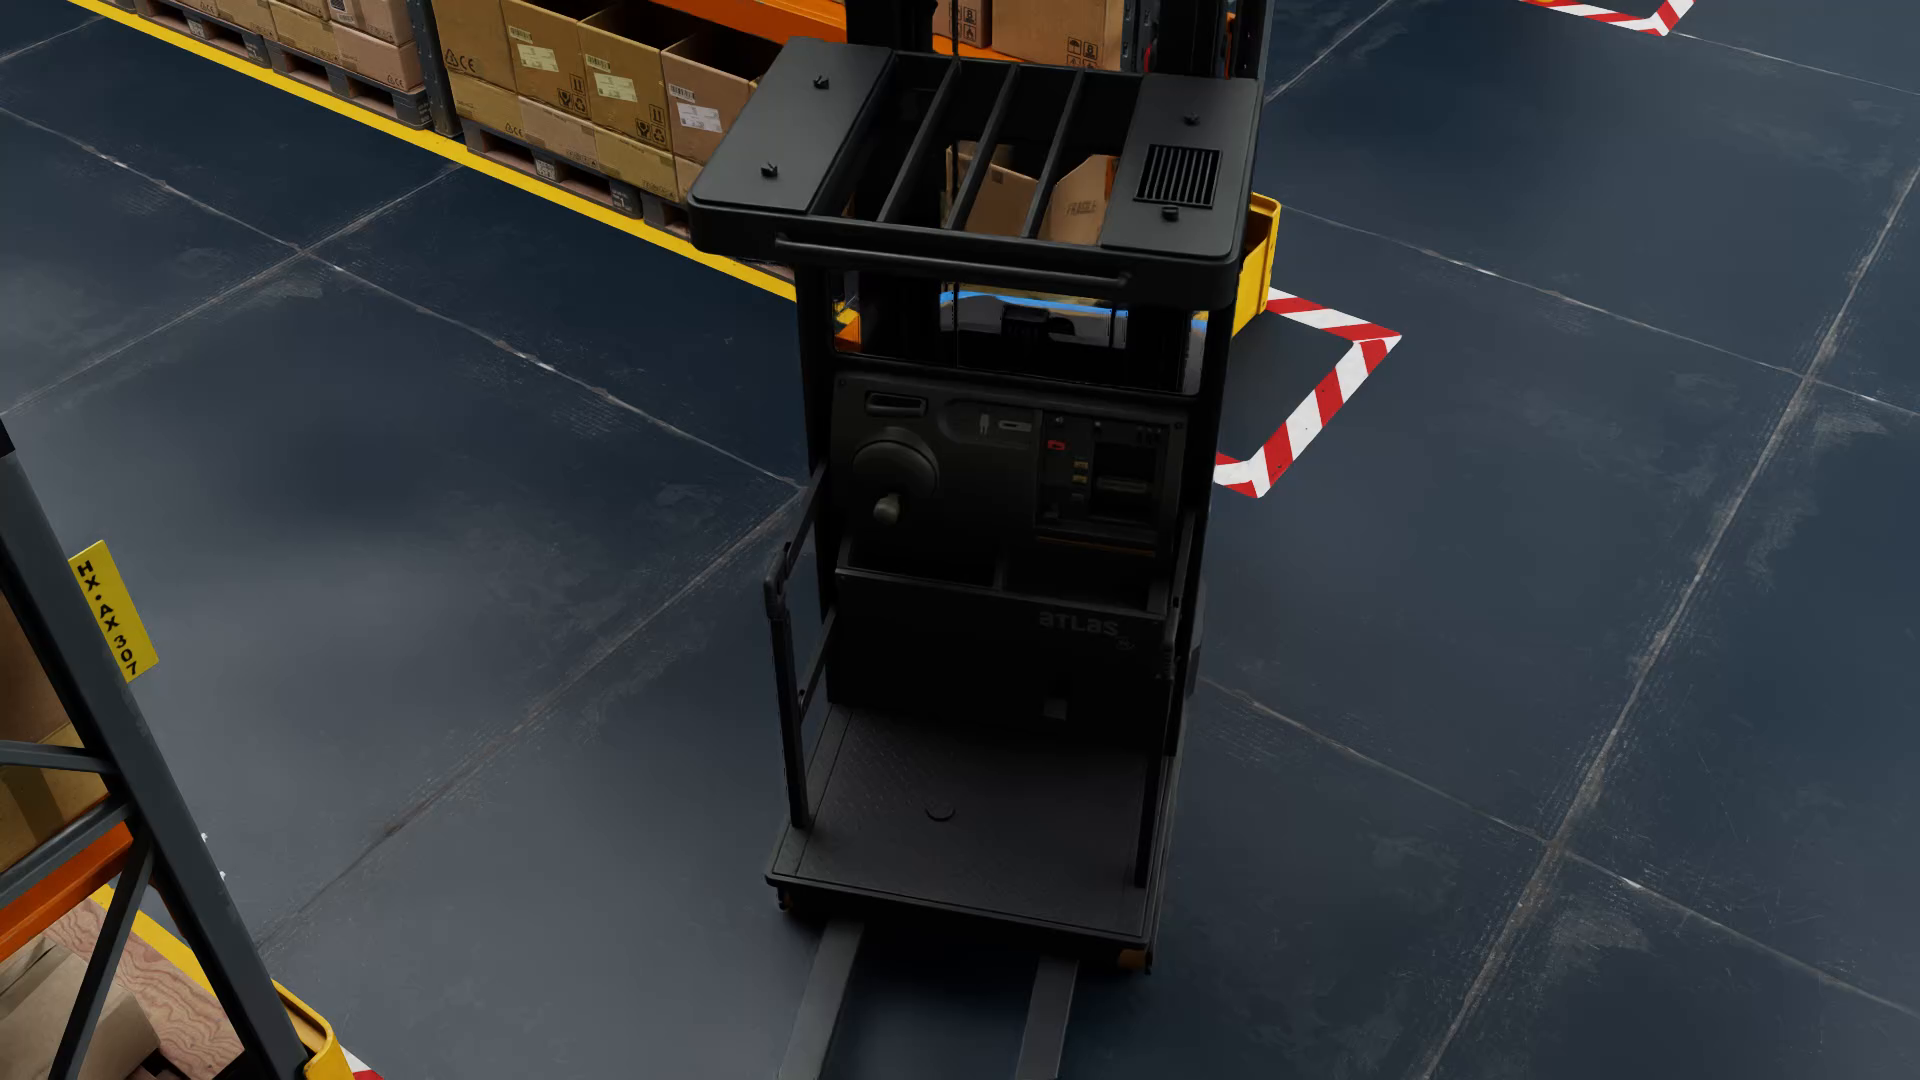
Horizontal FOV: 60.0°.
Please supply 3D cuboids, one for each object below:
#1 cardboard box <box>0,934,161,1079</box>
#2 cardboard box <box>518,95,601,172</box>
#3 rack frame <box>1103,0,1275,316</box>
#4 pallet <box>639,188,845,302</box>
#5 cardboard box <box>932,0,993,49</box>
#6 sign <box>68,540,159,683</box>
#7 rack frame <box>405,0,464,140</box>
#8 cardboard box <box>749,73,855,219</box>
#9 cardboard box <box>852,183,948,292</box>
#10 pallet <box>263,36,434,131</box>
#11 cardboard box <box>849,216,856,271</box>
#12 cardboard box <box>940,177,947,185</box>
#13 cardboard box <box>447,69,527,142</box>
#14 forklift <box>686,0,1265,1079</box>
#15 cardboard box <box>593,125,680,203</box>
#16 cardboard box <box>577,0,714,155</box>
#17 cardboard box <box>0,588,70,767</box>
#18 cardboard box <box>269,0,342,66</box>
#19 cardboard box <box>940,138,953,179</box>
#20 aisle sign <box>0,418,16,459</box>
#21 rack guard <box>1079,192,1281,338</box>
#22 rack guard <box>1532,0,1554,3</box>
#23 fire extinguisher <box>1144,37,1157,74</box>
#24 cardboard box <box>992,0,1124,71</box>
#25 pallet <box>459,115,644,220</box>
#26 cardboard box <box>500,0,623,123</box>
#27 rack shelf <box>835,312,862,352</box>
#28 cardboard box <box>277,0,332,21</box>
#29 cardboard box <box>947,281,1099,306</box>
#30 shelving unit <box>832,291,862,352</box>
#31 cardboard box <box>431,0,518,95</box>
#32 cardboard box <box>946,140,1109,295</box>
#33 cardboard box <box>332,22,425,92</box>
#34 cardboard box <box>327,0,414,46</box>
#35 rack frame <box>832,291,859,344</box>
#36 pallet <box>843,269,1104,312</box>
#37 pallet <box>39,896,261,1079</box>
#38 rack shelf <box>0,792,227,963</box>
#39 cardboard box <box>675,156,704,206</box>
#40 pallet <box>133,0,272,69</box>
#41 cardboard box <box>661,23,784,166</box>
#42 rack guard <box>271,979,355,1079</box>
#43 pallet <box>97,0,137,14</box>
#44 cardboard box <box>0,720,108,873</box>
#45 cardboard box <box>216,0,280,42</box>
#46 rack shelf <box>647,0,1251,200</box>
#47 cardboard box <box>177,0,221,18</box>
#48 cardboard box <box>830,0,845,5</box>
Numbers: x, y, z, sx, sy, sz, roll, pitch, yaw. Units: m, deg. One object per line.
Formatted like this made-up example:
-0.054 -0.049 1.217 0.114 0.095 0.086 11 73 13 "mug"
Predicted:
-2.457 1.290 4.245 0.500 0.311 0.500 20 46 21 "cardboard box"
-1.764 -2.066 8.056 0.500 0.250 0.500 25 48 25 "cardboard box"
0.899 -1.940 6.168 0.127 3.000 1.000 25 48 25 "rack frame"
-0.746 -1.638 7.922 1.213 0.211 1.003 25 48 25 "pallet"
0.092 -2.361 6.564 0.500 0.500 0.700 26 48 26 "cardboard box"
-1.631 0.147 3.187 0.005 0.325 0.100 25 48 25 "sign"
-2.376 -3.471 7.880 0.127 3.000 1.000 25 48 25 "rack frame"
-0.538 -1.769 7.162 0.500 0.500 0.500 25 48 25 "cardboard box"
-0.126 -1.300 7.201 0.500 0.250 0.500 25 48 25 "cardboard box"
-3.001 -2.693 9.101 1.213 0.211 1.003 25 48 25 "pallet"
-0.536 -1.491 7.414 0.500 0.250 0.500 25 48 25 "cardboard box"
0.176 -1.588 7.522 0.500 0.250 0.500 25 48 25 "cardboard box"
-2.170 -2.260 8.273 0.500 0.250 0.500 25 48 25 "cardboard box"
0.076 -0.118 4.183 1.130 2.935 3.031 8 42 9 "forklift"
-1.357 -1.871 7.839 0.500 0.250 0.500 25 48 25 "cardboard box"
-1.357 -2.151 7.589 0.500 0.500 0.500 25 48 25 "cardboard box"
-2.160 0.188 3.325 0.500 0.500 0.500 25 48 25 "cardboard box"
-3.295 -2.798 8.875 0.500 0.250 0.500 24 47 25 "cardboard box"
0.177 -1.868 7.273 0.500 0.500 0.500 25 48 25 "cardboard box"
-1.711 -0.339 2.430 0.004 0.787 0.394 25 48 25 "aisle sign"
0.919 -0.999 6.991 0.348 0.500 1.175 25 48 25 "rack guard"
3.657 -3.714 10.026 0.348 0.500 1.175 25 48 25 "rack guard"
0.729 -1.612 5.860 0.183 0.674 0.296 25 48 25 "fire extinguisher"
0.524 -2.163 6.342 0.500 0.500 0.700 25 48 25 "cardboard box"
-1.749 -2.105 8.444 1.213 0.211 1.003 25 48 25 "pallet"
-1.762 -2.347 7.808 0.500 0.500 0.500 25 48 25 "cardboard box"
-0.271 -0.641 5.769 0.240 0.259 0.215 19 45 20 "rack shelf"
-3.302 -3.006 8.687 0.500 0.311 0.500 26 48 26 "cardboard box"
0.290 -1.115 6.994 0.500 0.250 0.500 25 48 25 "cardboard box"
-0.271 -0.437 5.952 0.252 1.050 0.215 19 45 20 "shelving unit"
-2.176 -2.534 8.017 0.500 0.500 0.500 25 48 25 "cardboard box"
0.289 -1.394 6.743 0.500 0.500 0.500 25 48 25 "cardboard box"
-2.882 -2.603 8.657 0.500 0.250 0.500 25 47 25 "cardboard box"
-2.872 -2.810 8.468 0.500 0.311 0.500 25 48 25 "cardboard box"
-0.380 -0.474 5.993 0.008 1.050 0.200 19 45 20 "rack frame"
0.249 -1.170 7.400 1.213 0.211 1.003 25 48 25 "pallet"
-2.649 1.446 4.476 1.213 0.211 1.003 25 48 25 "pallet"
-3.580 0.269 4.240 4.000 0.370 1.077 25 48 25 "rack shelf"
-0.945 -1.683 7.629 0.500 0.250 0.500 25 48 25 "cardboard box"
-4.004 -3.159 9.623 1.213 0.211 1.003 25 48 25 "pallet"
-0.947 -1.961 7.377 0.500 0.500 0.500 25 48 25 "cardboard box"
-2.004 1.669 4.010 0.348 0.500 1.175 25 48 25 "rack guard"
-4.999 -3.627 10.145 1.213 0.211 1.003 25 48 25 "pallet"
-2.159 0.455 3.590 0.500 0.250 0.500 24 47 24 "cardboard box"
-3.714 -2.994 9.093 0.500 0.250 0.500 26 48 26 "cardboard box"
-0.738 -2.437 7.264 4.000 0.370 1.077 25 48 25 "rack shelf"
-4.130 -3.189 9.312 0.500 0.250 0.500 26 48 26 "cardboard box"
-0.312 -2.554 6.780 0.500 0.500 0.700 25 48 26 "cardboard box"
